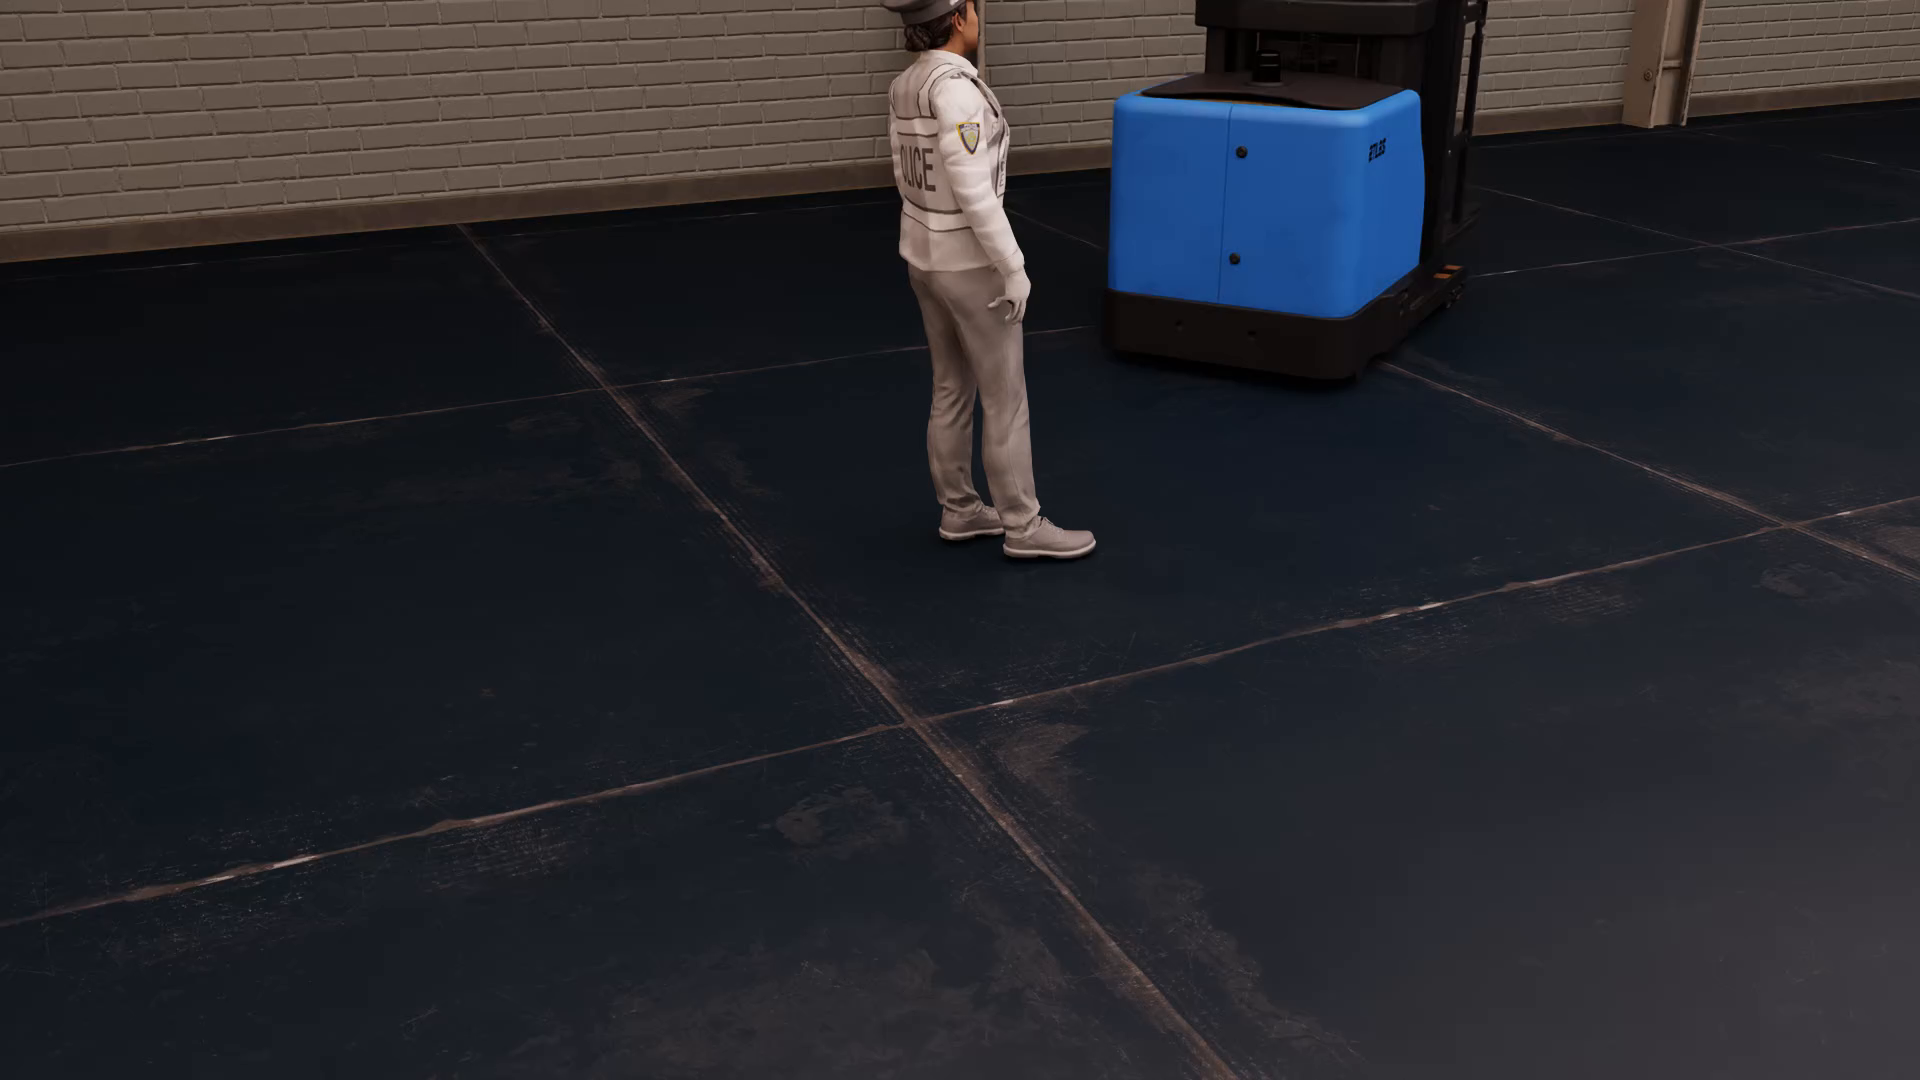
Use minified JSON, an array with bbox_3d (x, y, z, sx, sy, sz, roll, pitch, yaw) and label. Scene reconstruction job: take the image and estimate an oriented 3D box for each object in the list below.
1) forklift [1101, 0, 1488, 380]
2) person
[{"bbox_3d":[1.741,-2.494,7.289,1.130,2.935,3.031,12,25,27],"label":"forklift"},{"bbox_3d":[0.063,-0.798,4.800,0.533,1.696,0.588,-10,25,-23],"label":"person"}]
